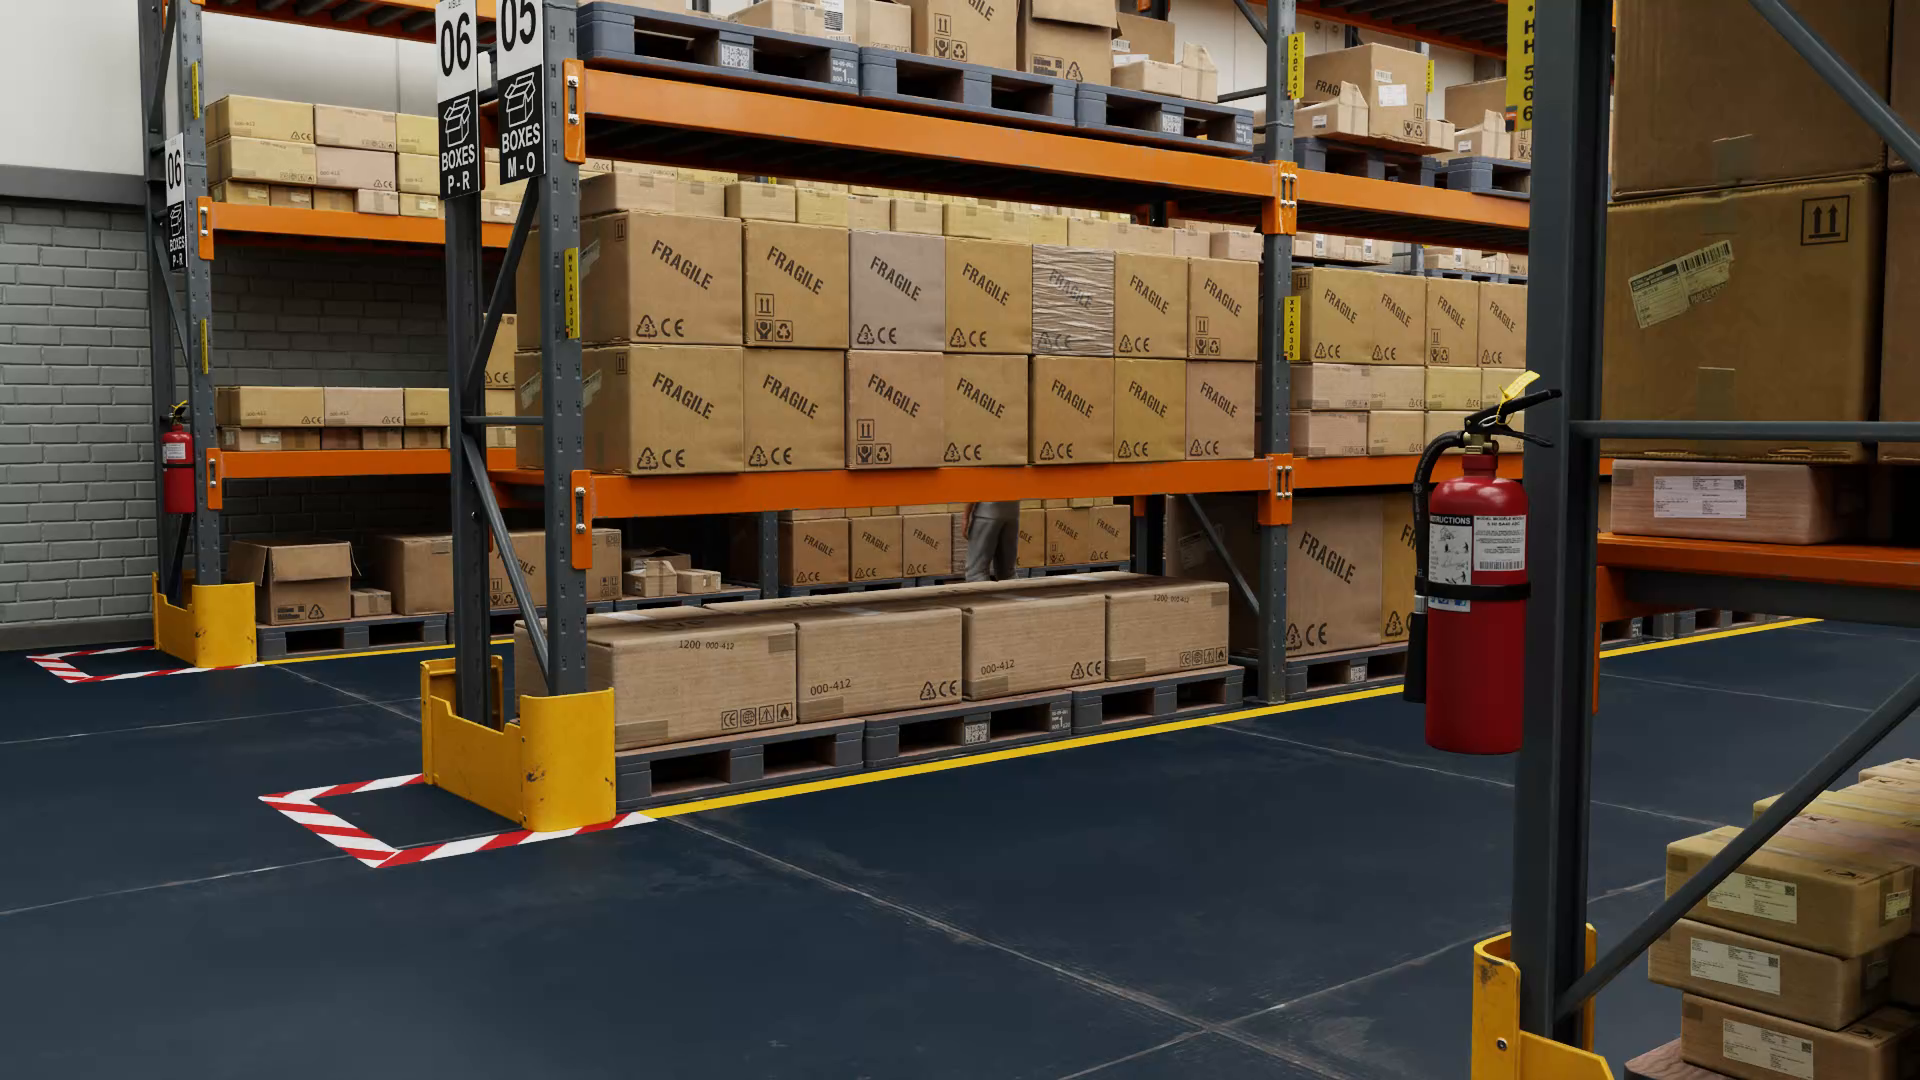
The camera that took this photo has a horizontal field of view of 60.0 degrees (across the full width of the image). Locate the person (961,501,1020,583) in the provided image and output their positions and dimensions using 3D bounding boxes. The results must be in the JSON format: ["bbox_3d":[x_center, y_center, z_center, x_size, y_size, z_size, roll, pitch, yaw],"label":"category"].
[{"bbox_3d":[0.208,-0.133,10.990,0.514,1.667,0.367,-4,6,-42],"label":"person"}]
